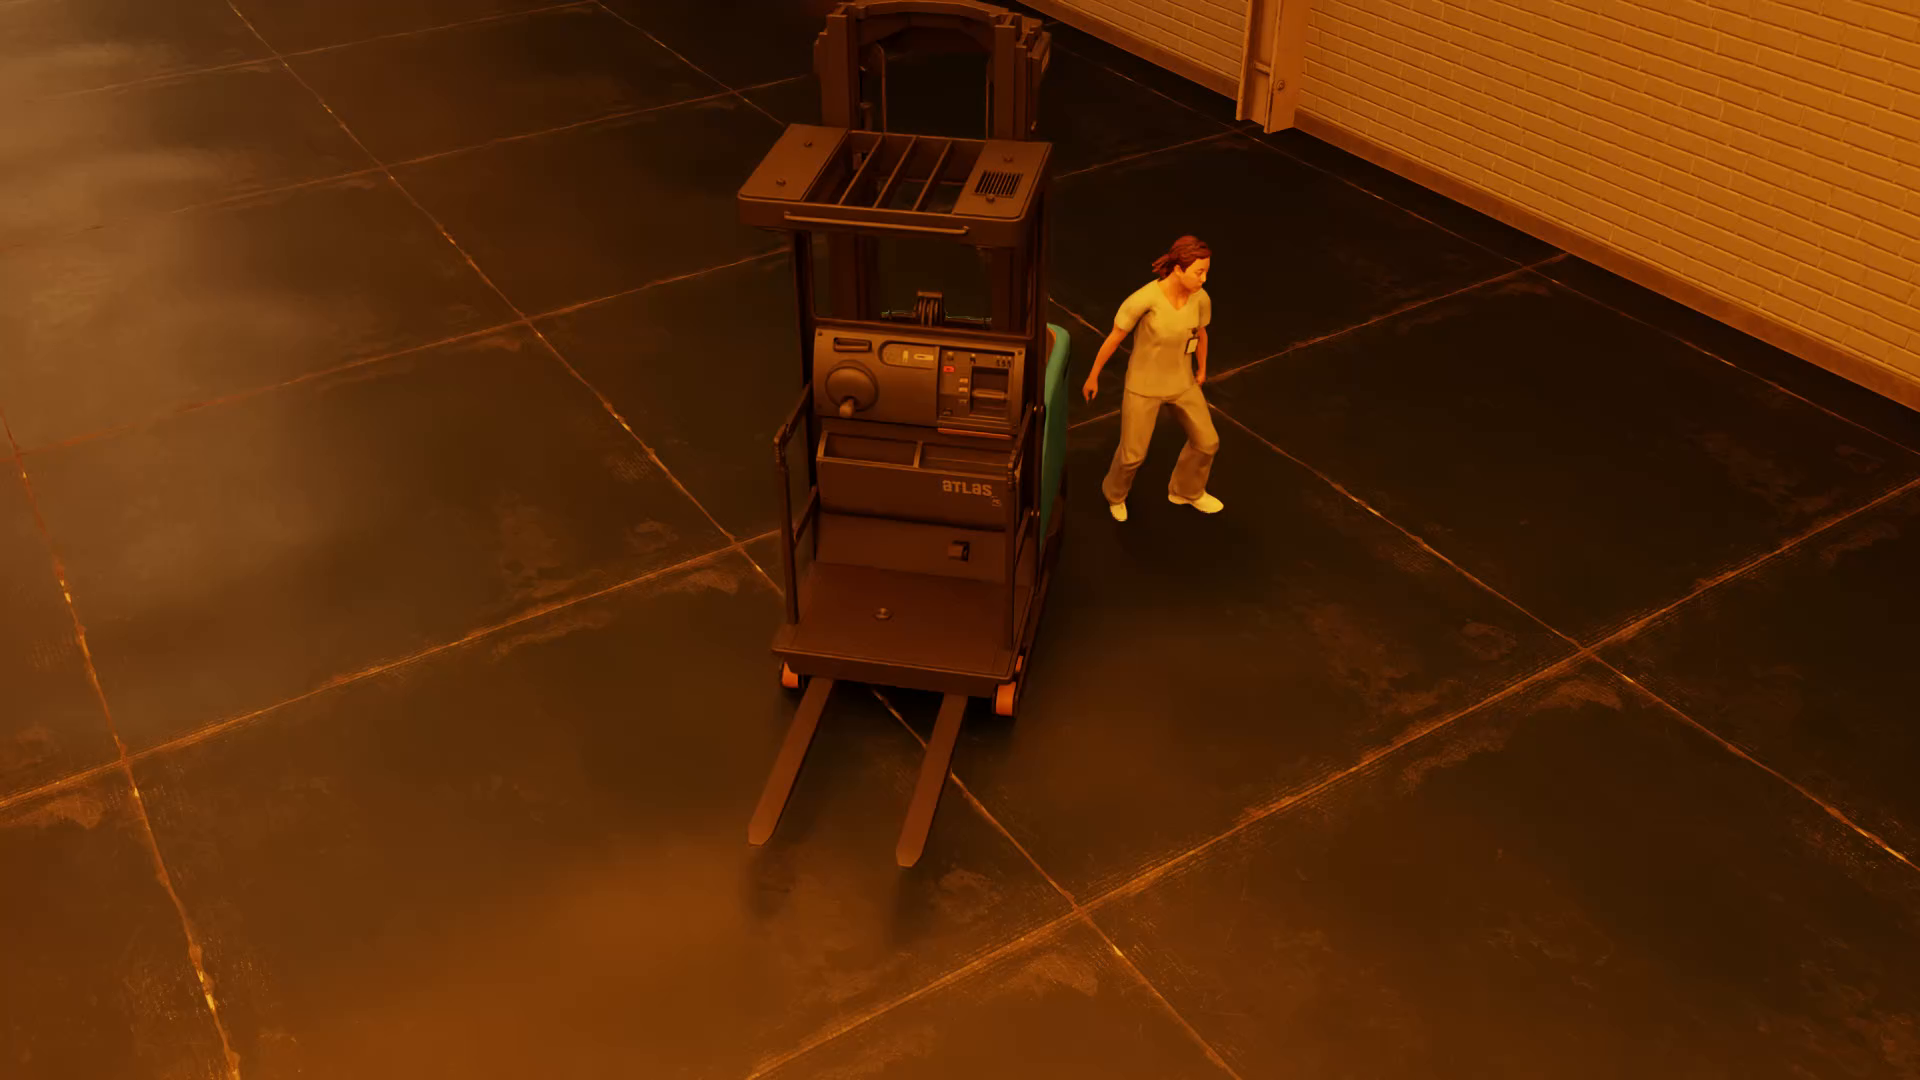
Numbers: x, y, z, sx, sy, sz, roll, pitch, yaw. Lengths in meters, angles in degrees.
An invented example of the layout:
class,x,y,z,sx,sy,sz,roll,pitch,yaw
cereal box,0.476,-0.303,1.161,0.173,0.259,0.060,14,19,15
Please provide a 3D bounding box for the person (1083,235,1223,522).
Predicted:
class,x,y,z,sx,sy,sz,roll,pitch,yaw
person,1.001,-0.808,8.476,0.780,1.648,0.442,-10,36,-14

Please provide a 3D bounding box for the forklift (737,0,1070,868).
class,x,y,z,sx,sy,sz,roll,pitch,yaw
forklift,-0.220,-0.630,7.044,1.130,2.935,3.031,6,36,9
